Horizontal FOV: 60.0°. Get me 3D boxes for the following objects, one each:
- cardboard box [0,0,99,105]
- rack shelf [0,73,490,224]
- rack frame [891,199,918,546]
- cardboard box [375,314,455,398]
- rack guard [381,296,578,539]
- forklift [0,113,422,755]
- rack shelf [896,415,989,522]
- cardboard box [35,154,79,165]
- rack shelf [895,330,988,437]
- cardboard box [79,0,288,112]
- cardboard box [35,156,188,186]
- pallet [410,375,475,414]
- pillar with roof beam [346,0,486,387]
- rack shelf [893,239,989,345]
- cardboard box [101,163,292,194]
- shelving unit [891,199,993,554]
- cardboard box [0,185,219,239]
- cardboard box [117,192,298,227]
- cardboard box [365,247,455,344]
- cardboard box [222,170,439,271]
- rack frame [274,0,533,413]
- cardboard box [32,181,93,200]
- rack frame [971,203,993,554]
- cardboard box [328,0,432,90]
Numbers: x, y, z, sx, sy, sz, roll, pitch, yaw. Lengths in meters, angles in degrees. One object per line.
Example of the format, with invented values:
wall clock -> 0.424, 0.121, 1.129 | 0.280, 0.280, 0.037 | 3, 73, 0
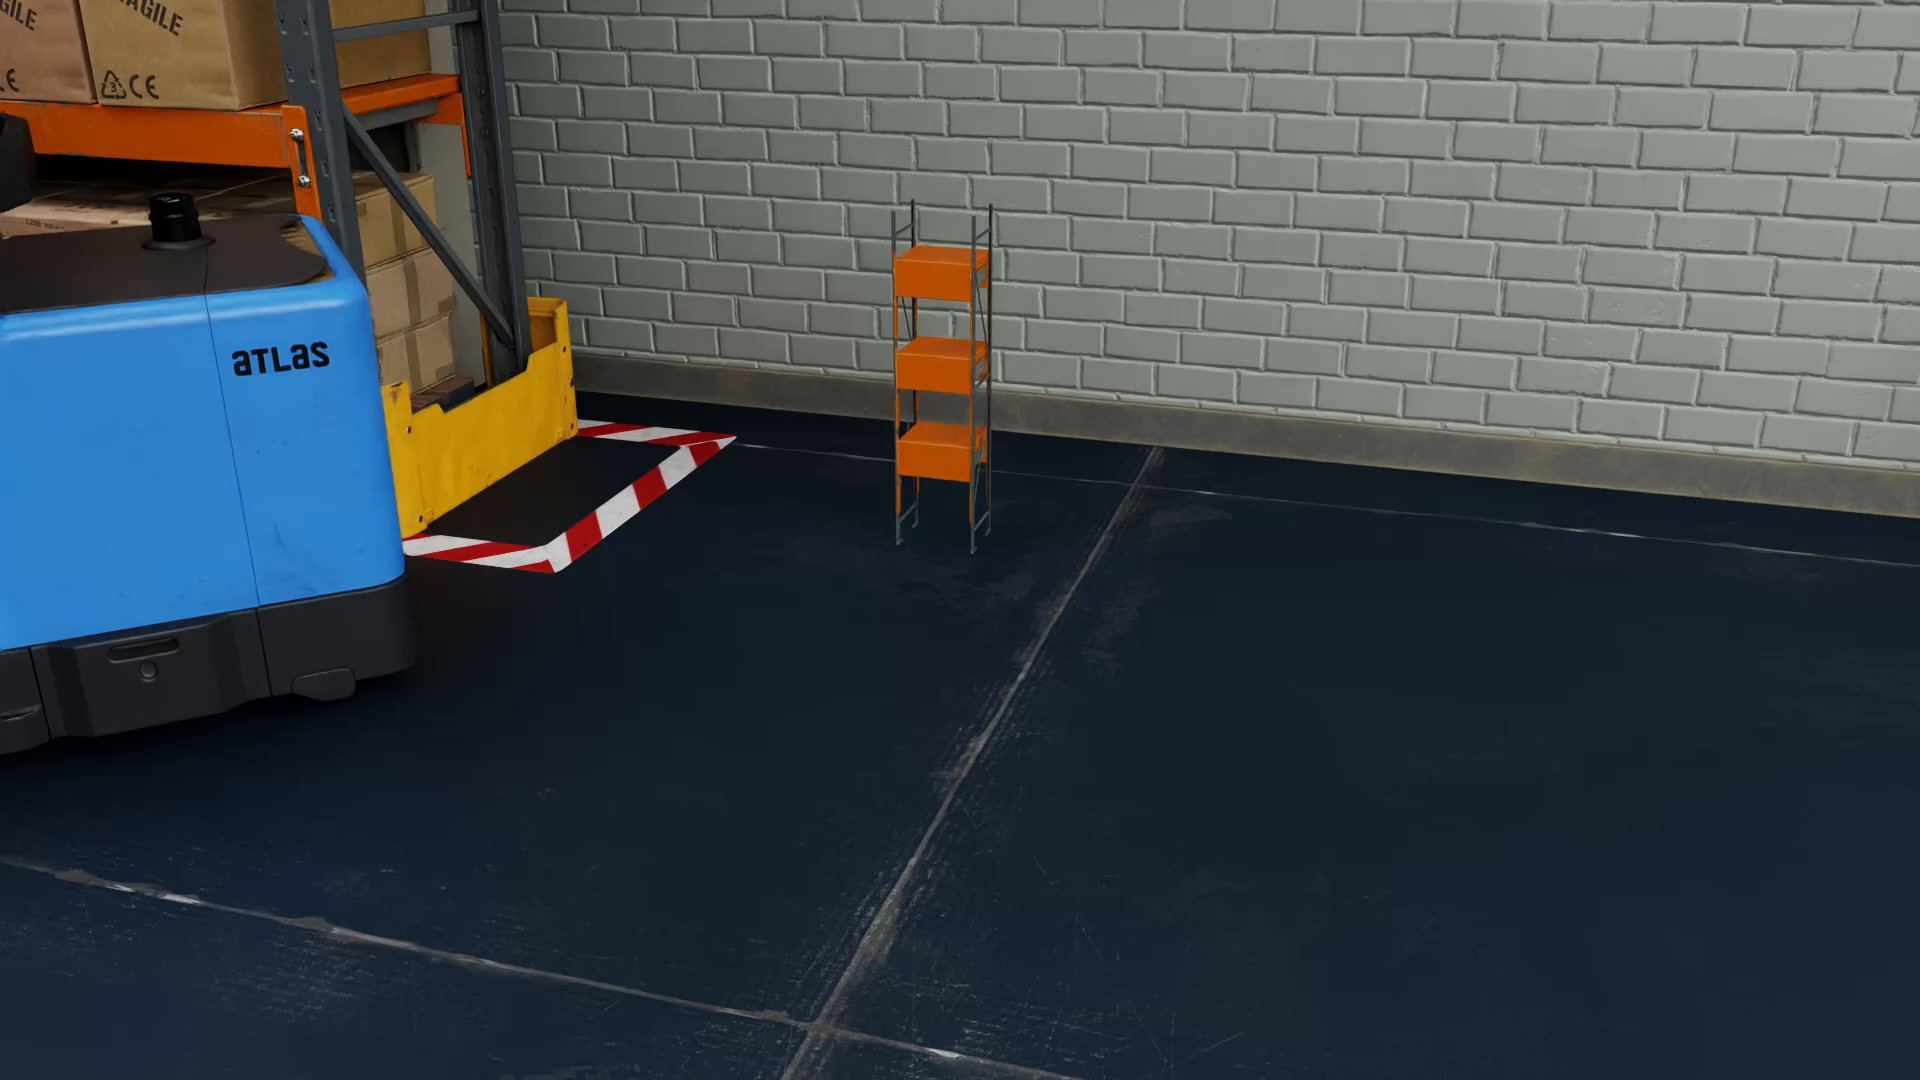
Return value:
cardboard box -> -2.817, -1.681, 5.284 | 0.500, 0.500, 0.500 | 7, 23, 17
rack shelf -> -3.691, -1.502, 5.928 | 4.000, 0.370, 1.077 | 7, 23, 16
rack frame -> -0.168, -0.505, 5.118 | 0.008, 1.050, 0.200 | 7, 23, 16
cardboard box -> -2.190, -0.663, 6.004 | 0.500, 0.250, 0.500 | 7, 23, 16
rack guard -> -1.753, -0.457, 5.725 | 0.348, 0.500, 1.175 | 7, 23, 16
forklift -> -2.960, -0.890, 3.576 | 3.031, 2.935, 1.130 | -10, 25, -24
rack shelf -> -0.051, -0.225, 5.195 | 0.240, 0.259, 0.215 | 7, 23, 16
cardboard box -> -3.625, -1.293, 6.222 | 0.500, 0.250, 0.500 | 6, 23, 14
rack shelf -> -0.051, -0.482, 5.089 | 0.240, 0.259, 0.215 | 7, 23, 16
cardboard box -> -2.323, -1.621, 5.137 | 0.500, 0.500, 0.500 | 6, 23, 14
cardboard box -> -3.137, -1.234, 6.079 | 0.500, 0.250, 0.500 | 6, 23, 15
pallet -> -2.520, -0.395, 5.954 | 1.213, 0.211, 1.003 | 7, 23, 16
pillar with roof beam -> -3.426, -3.231, 1.290 | 0.400, 9.000, 9.100 | 7, 23, 16
rack shelf -> -0.051, -0.744, 4.981 | 0.240, 0.259, 0.215 | 7, 23, 16
cardboard box -> -2.661, -1.176, 5.936 | 0.500, 0.250, 0.500 | 7, 23, 16
shelving unit -> -0.051, -0.492, 5.085 | 0.252, 1.050, 0.215 | 7, 23, 16
cardboard box -> -2.798, -0.992, 5.488 | 0.500, 0.250, 0.500 | 7, 23, 16
cardboard box -> -2.307, -0.938, 5.356 | 0.500, 0.250, 0.500 | 7, 23, 17
cardboard box -> -2.166, -0.897, 5.914 | 0.500, 0.250, 0.500 | 7, 23, 16
cardboard box -> -2.182, -1.122, 5.806 | 0.500, 0.250, 0.500 | 6, 23, 15
rack frame -> -1.776, -1.616, 5.257 | 0.127, 3.000, 1.000 | 7, 23, 16
cardboard box -> -3.284, -1.044, 5.614 | 0.500, 0.250, 0.500 | 7, 23, 16
rack frame -> 0.066, -0.478, 5.052 | 0.008, 1.050, 0.200 | 7, 23, 16
cardboard box -> -2.170, -1.818, 5.617 | 0.500, 0.500, 0.500 | 7, 23, 17
